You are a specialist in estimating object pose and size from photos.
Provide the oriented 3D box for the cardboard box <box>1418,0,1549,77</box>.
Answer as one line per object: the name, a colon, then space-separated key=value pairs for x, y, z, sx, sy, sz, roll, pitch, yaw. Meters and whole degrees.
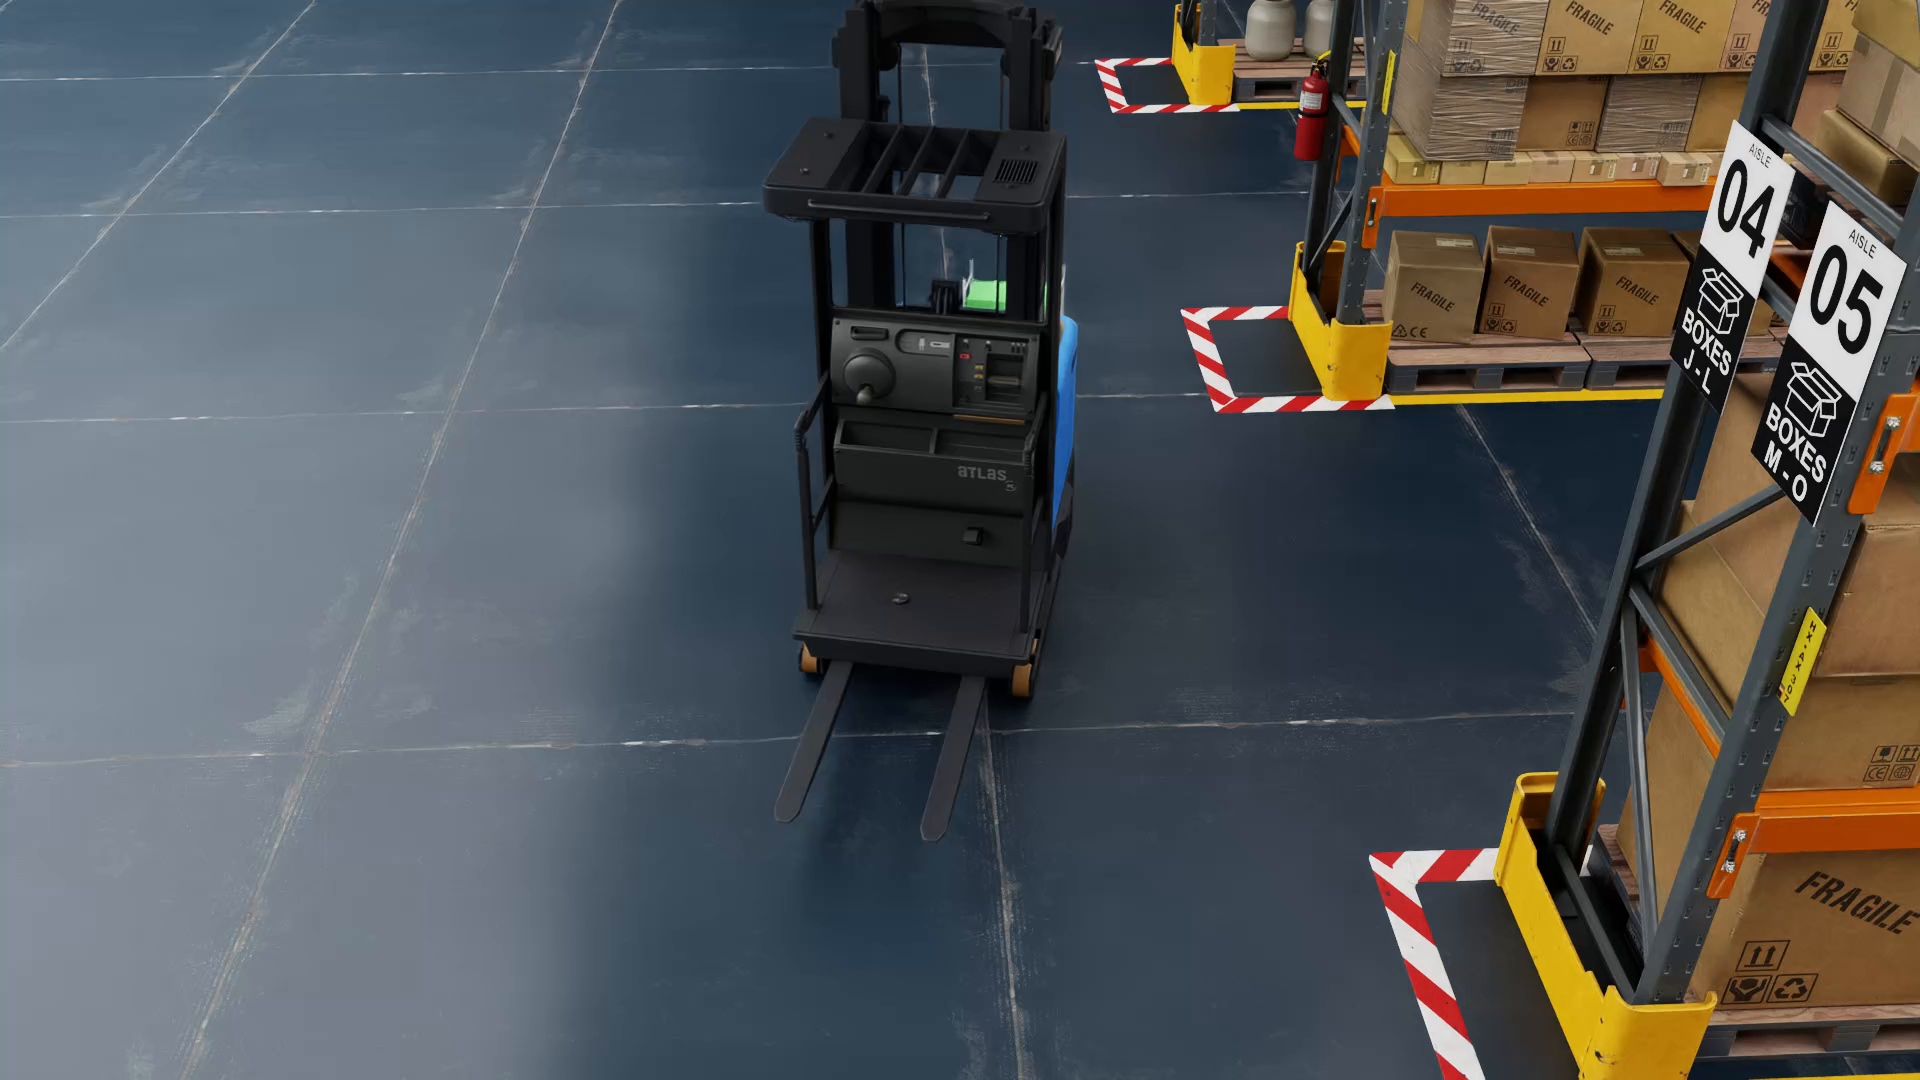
cardboard box: x=2.824 y=-2.832 z=8.979 sx=0.500 sy=0.500 sz=0.500 roll=-2 pitch=35 yaw=-2

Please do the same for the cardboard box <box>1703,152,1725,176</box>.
cardboard box: x=4.304 y=-2.234 z=9.563 sx=0.250 sy=0.149 sz=0.380 roll=-2 pitch=35 yaw=-2

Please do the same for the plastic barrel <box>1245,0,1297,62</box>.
plastic barrel: x=2.681 y=-4.424 z=14.324 sx=0.421 sy=0.512 sz=0.421 roll=0 pitch=35 yaw=0

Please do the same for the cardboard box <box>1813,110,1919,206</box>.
cardboard box: x=2.711 y=-1.121 z=4.862 sx=0.250 sy=0.149 sz=0.380 roll=-2 pitch=35 yaw=-2

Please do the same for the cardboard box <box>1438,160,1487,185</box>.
cardboard box: x=2.808 y=-2.162 z=9.459 sx=0.250 sy=0.149 sz=0.380 roll=-2 pitch=35 yaw=-2

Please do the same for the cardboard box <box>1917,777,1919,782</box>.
cardboard box: x=3.312 y=0.300 z=5.549 sx=0.550 sy=0.550 sz=0.875 roll=-2 pitch=35 yaw=-2

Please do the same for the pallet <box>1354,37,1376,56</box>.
pallet: x=4.128 y=-4.145 z=14.554 sx=1.213 sy=0.211 sz=1.003 roll=-2 pitch=35 yaw=-2

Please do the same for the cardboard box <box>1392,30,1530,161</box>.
cardboard box: x=2.812 y=-2.560 z=9.464 sx=0.500 sy=0.500 sz=0.875 roll=-2 pitch=35 yaw=-2

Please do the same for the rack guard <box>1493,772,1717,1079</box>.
rack guard: x=2.371 y=1.453 z=6.211 sx=0.348 sy=0.500 sz=1.175 roll=-2 pitch=35 yaw=-2

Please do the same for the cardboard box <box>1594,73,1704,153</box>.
cardboard box: x=3.807 y=-2.631 z=9.566 sx=0.500 sy=0.500 sz=0.875 roll=-2 pitch=35 yaw=-2

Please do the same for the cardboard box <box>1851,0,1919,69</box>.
cardboard box: x=2.716 y=-1.449 z=4.636 sx=0.250 sy=0.149 sz=0.380 roll=-1 pitch=35 yaw=-2

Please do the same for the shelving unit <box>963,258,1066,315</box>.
shelving unit: x=0.285 y=-0.907 z=9.006 sx=0.503 sy=1.200 sz=0.258 roll=6 pitch=35 yaw=8

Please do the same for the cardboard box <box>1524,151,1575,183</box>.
cardboard box: x=3.307 y=-2.179 z=9.484 sx=0.250 sy=0.149 sz=0.380 roll=-2 pitch=35 yaw=-2

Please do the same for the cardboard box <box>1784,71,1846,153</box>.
cardboard box: x=4.809 y=-2.628 z=9.562 sx=0.500 sy=0.500 sz=0.875 roll=-2 pitch=35 yaw=-2

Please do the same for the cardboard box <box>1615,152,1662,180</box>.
cardboard box: x=3.806 y=-2.204 z=9.520 sx=0.250 sy=0.149 sz=0.380 roll=-2 pitch=35 yaw=-2

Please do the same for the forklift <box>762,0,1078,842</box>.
forklift: x=-0.149 y=-0.702 z=7.188 sx=1.130 sy=2.935 sz=3.031 roll=6 pitch=35 yaw=8

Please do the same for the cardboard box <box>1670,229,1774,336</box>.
cardboard box: x=4.667 y=-1.581 z=10.226 sx=0.500 sy=0.500 sz=0.500 roll=-4 pitch=35 yaw=-6

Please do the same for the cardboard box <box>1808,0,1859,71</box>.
cardboard box: x=4.822 y=-2.884 z=9.054 sx=0.500 sy=0.500 sz=0.500 roll=-2 pitch=35 yaw=-2

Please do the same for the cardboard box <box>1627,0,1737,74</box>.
cardboard box: x=3.823 y=-2.856 z=9.013 sx=0.500 sy=0.500 sz=0.500 roll=-2 pitch=35 yaw=-2

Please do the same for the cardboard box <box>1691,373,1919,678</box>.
cardboard box: x=2.768 y=-0.069 z=5.133 sx=0.550 sy=0.550 sz=0.875 roll=-2 pitch=35 yaw=-2

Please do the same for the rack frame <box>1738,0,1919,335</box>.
rack frame: x=2.395 y=-2.042 z=3.794 sx=0.127 sy=3.000 sz=1.000 roll=-2 pitch=35 yaw=-2

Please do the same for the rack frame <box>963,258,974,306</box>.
rack frame: x=0.045 y=-0.932 z=9.042 sx=0.015 sy=1.200 sz=0.240 roll=6 pitch=35 yaw=8

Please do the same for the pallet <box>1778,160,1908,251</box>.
pallet: x=3.136 y=-0.798 z=4.710 sx=1.213 sy=0.211 sz=1.003 roll=-2 pitch=35 yaw=-2

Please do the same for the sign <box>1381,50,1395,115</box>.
sign: x=2.287 y=-2.445 z=8.887 sx=0.005 sy=0.325 sz=0.100 roll=-2 pitch=35 yaw=-2

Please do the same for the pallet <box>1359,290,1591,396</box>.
pallet: x=3.151 y=-1.255 z=10.378 sx=1.213 sy=0.211 sz=1.003 roll=-2 pitch=35 yaw=-2

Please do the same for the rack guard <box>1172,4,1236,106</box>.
rack guard: x=2.101 y=-4.214 z=14.400 sx=0.348 sy=0.500 sz=1.175 roll=-2 pitch=35 yaw=-2

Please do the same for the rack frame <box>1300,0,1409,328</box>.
rack frame: x=2.261 y=-2.398 z=9.579 sx=0.127 sy=3.000 sz=1.000 roll=-2 pitch=35 yaw=-2

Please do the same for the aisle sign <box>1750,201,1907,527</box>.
aisle sign: x=2.339 y=-0.472 z=4.512 sx=0.004 sy=0.787 sz=0.394 roll=-2 pitch=35 yaw=-2

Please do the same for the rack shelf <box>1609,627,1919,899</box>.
rack shelf: x=4.393 y=0.666 z=5.783 sx=4.000 sy=0.370 sz=1.077 roll=-2 pitch=35 yaw=-2

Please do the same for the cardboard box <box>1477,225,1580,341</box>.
cardboard box: x=3.481 y=-1.585 z=10.232 sx=0.500 sy=0.500 sz=0.500 roll=7 pitch=35 yaw=10

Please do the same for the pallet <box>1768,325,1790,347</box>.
pallet: x=5.588 y=-1.321 z=10.473 sx=1.213 sy=0.211 sz=1.003 roll=-2 pitch=35 yaw=-2
